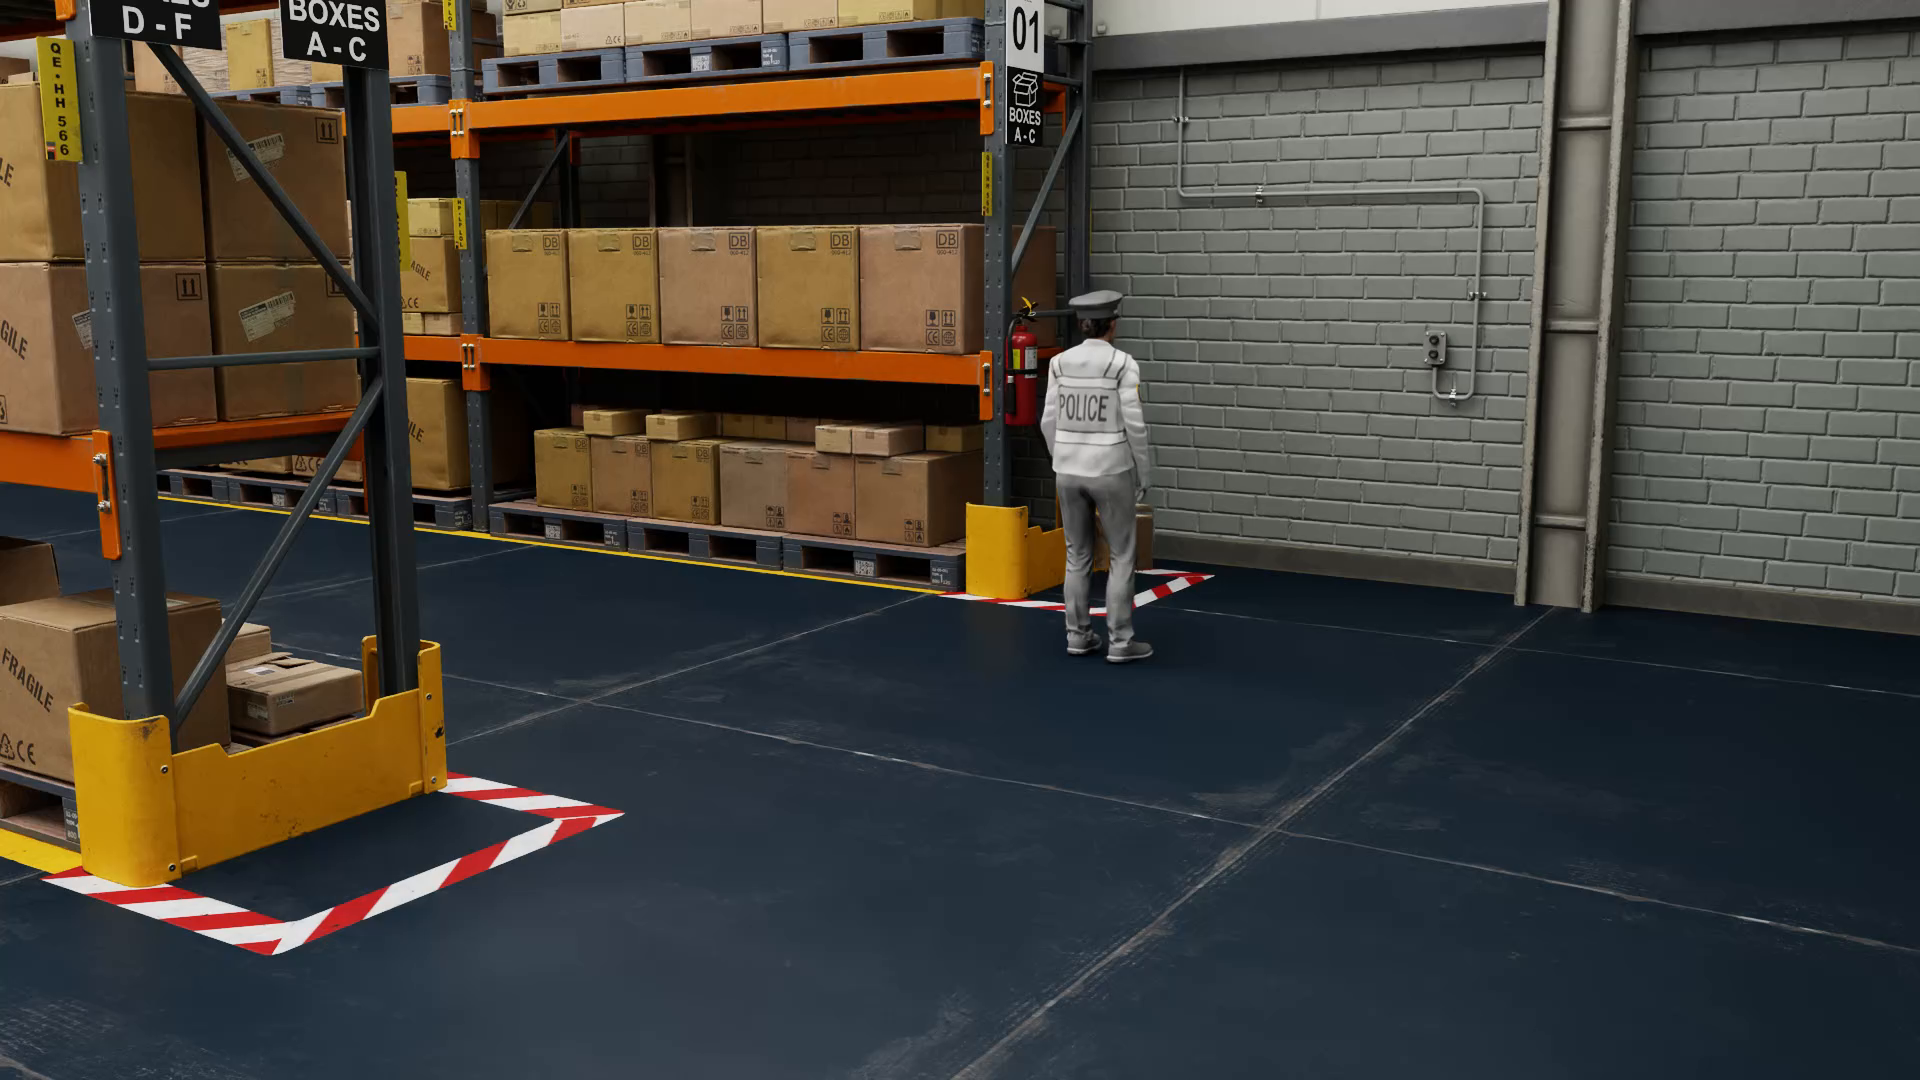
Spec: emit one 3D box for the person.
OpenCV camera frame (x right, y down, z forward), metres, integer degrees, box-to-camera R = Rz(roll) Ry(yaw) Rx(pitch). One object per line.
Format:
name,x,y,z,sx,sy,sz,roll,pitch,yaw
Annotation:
person,0.628,-0.290,7.572,0.507,1.673,0.411,5,11,29
